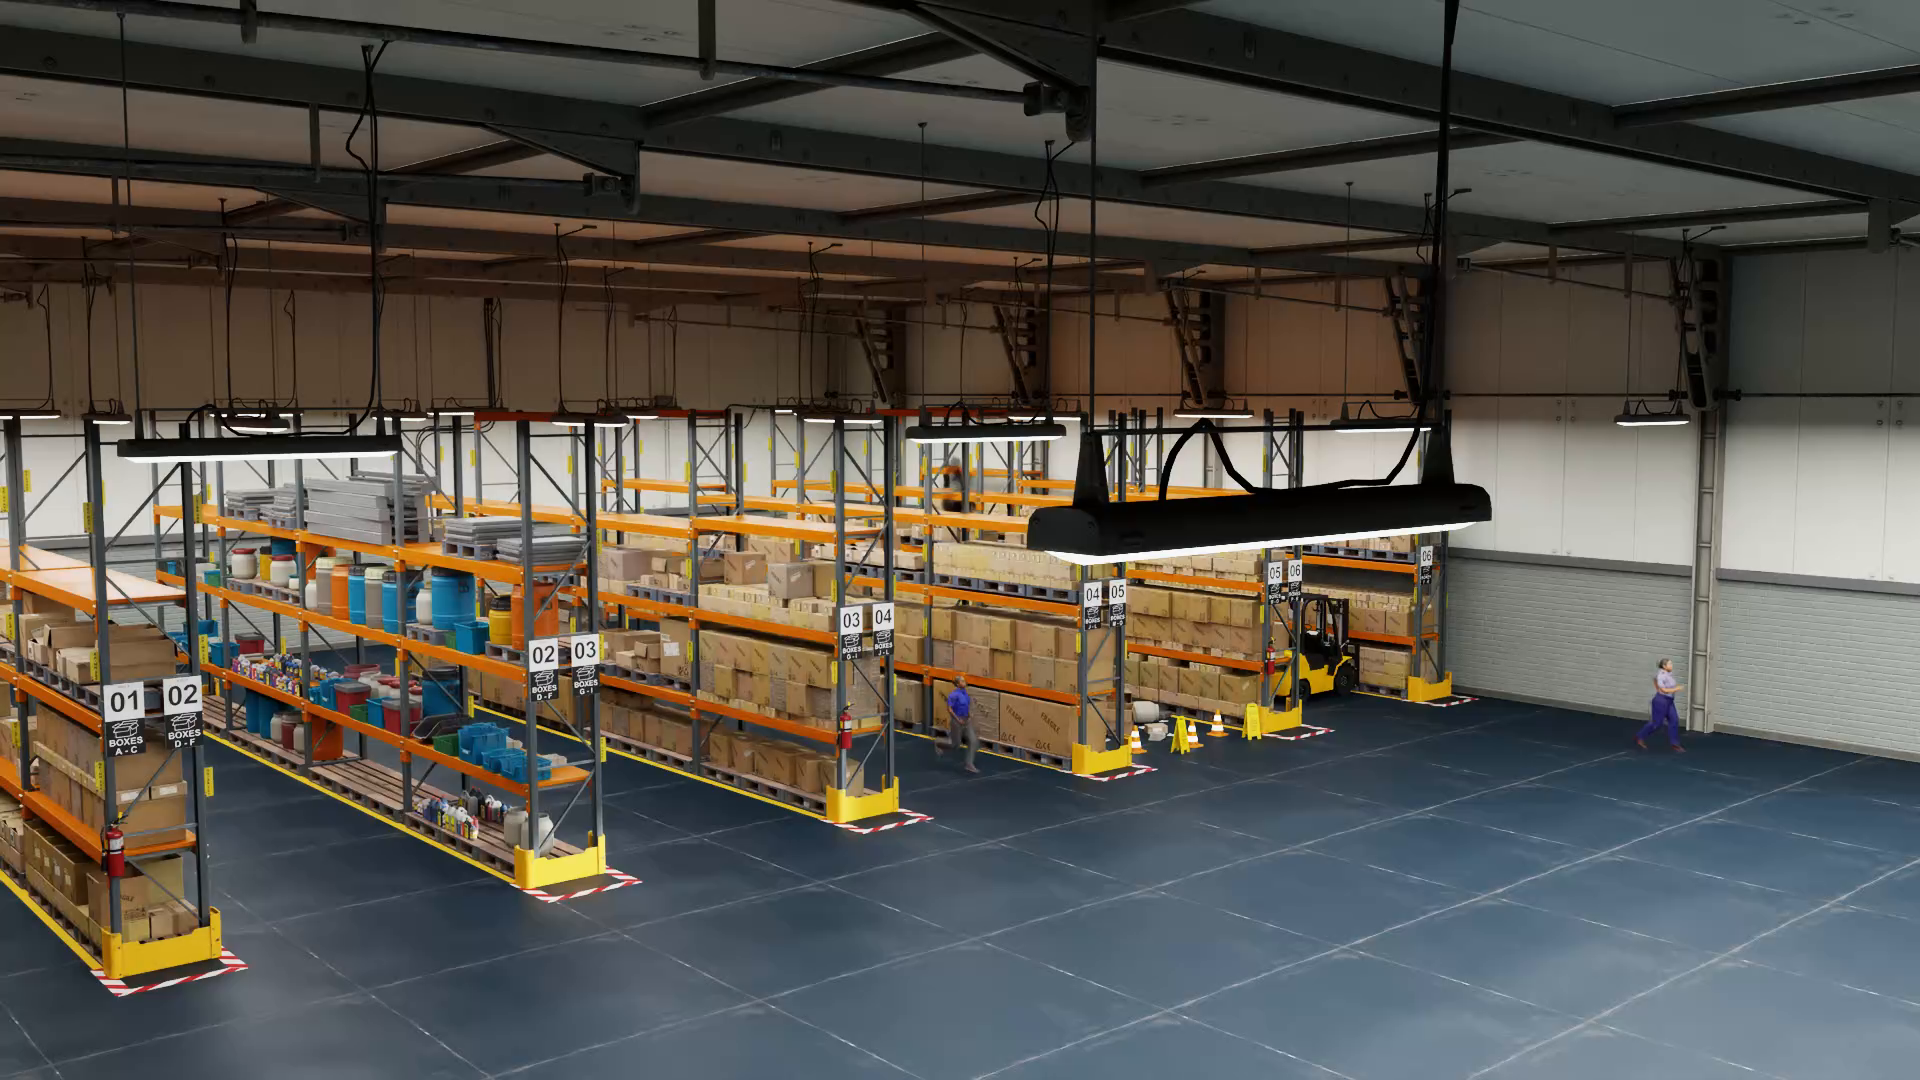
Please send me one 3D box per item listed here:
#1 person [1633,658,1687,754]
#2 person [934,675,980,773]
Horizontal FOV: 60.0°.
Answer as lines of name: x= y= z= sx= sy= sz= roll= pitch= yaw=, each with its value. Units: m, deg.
person: x=12.401 y=2.921 z=29.400 sx=0.874 sy=1.664 sz=0.624 roll=4 pitch=6 yaw=36
person: x=-0.025 y=3.089 z=28.052 sx=0.856 sy=1.632 sz=0.568 roll=4 pitch=6 yaw=38
